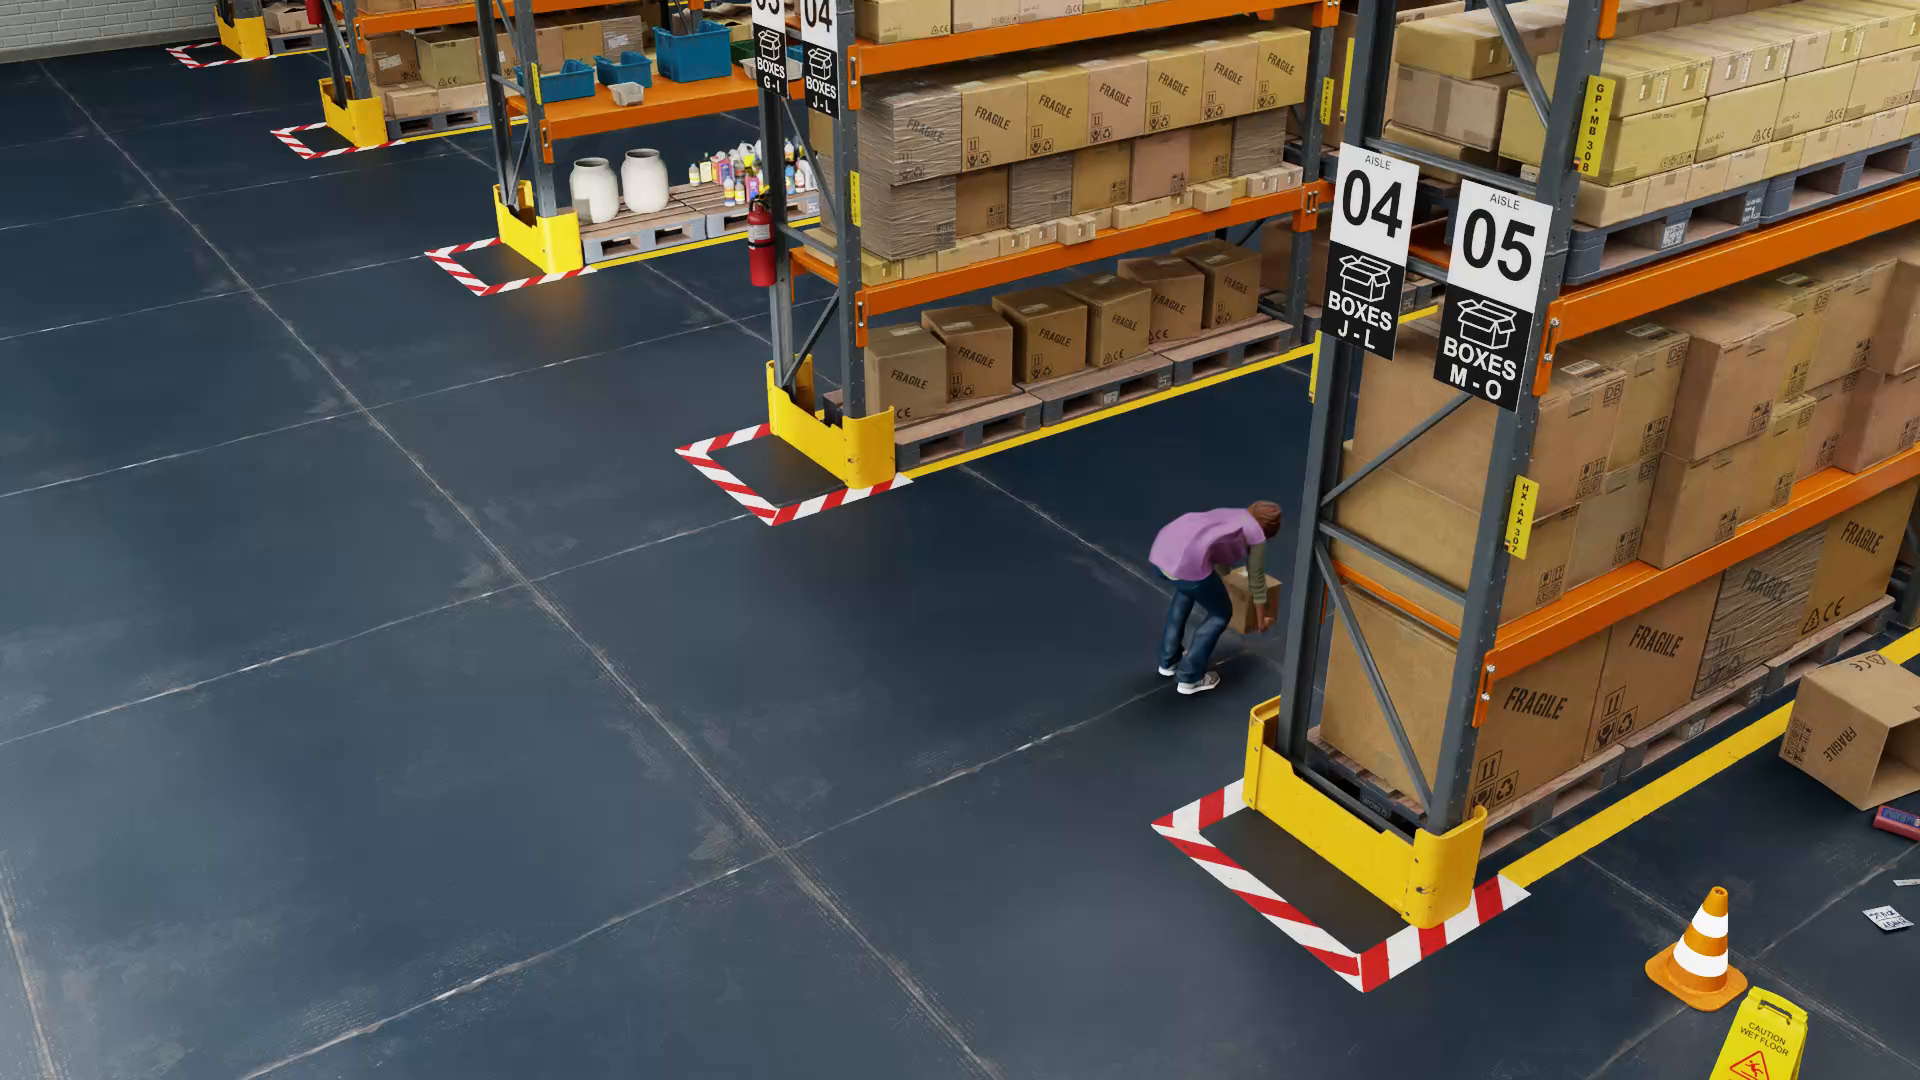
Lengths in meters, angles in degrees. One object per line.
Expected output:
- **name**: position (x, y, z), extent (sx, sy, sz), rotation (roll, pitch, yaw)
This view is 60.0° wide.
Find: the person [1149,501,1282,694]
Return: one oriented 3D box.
- **person**: position (1.359, 0.264, 8.796), extent (0.871, 0.980, 0.396), rotation (-20, 35, -32)
